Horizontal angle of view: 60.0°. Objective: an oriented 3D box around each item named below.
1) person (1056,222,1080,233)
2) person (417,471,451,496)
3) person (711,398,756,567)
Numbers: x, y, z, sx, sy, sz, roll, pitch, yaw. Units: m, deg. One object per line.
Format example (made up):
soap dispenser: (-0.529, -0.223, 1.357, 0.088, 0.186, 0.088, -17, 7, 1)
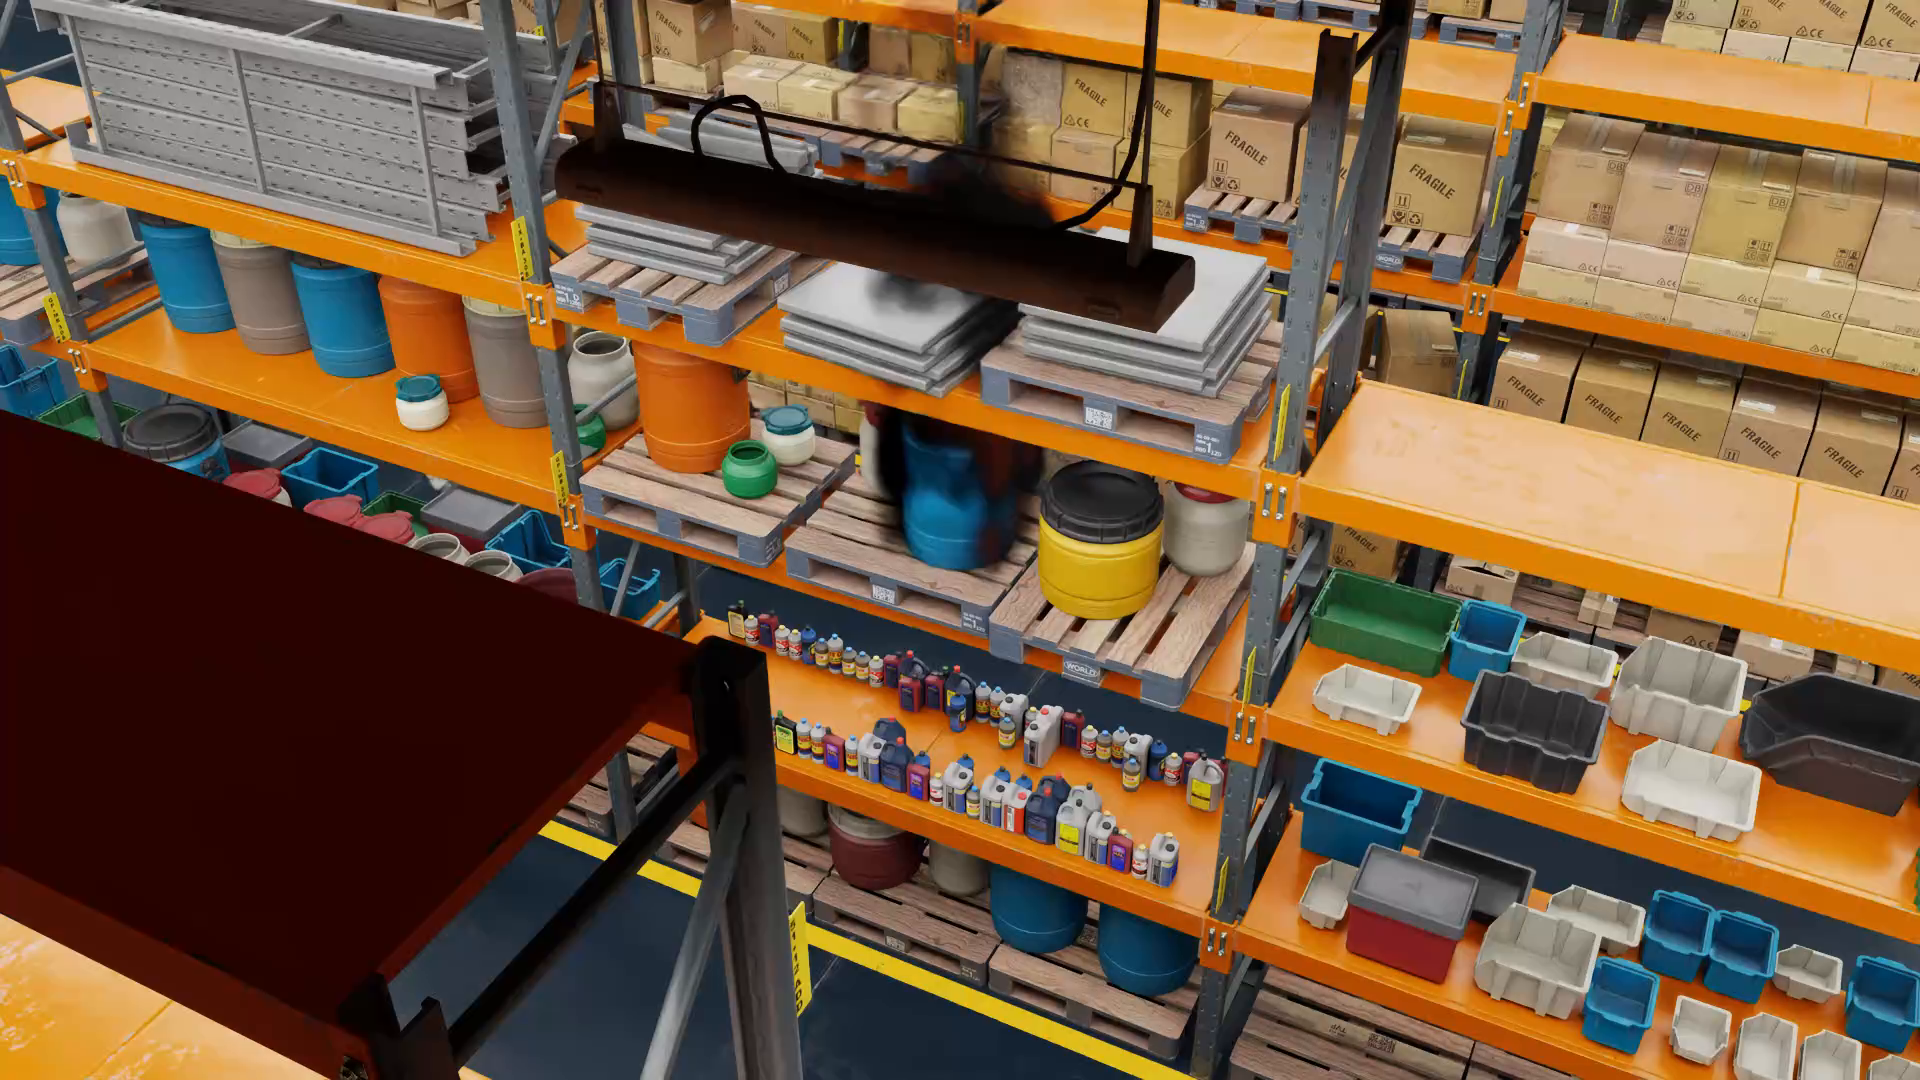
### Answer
person: (1.151, -2.141, 15.499, 1.010, 1.690, 0.614, 14, 37, 19)
person: (-4.179, -0.875, 13.563, 0.878, 1.790, 0.673, 14, 38, 19)
person: (-1.701, -0.429, 13.064, 0.758, 1.628, 0.573, 9, 36, 13)
